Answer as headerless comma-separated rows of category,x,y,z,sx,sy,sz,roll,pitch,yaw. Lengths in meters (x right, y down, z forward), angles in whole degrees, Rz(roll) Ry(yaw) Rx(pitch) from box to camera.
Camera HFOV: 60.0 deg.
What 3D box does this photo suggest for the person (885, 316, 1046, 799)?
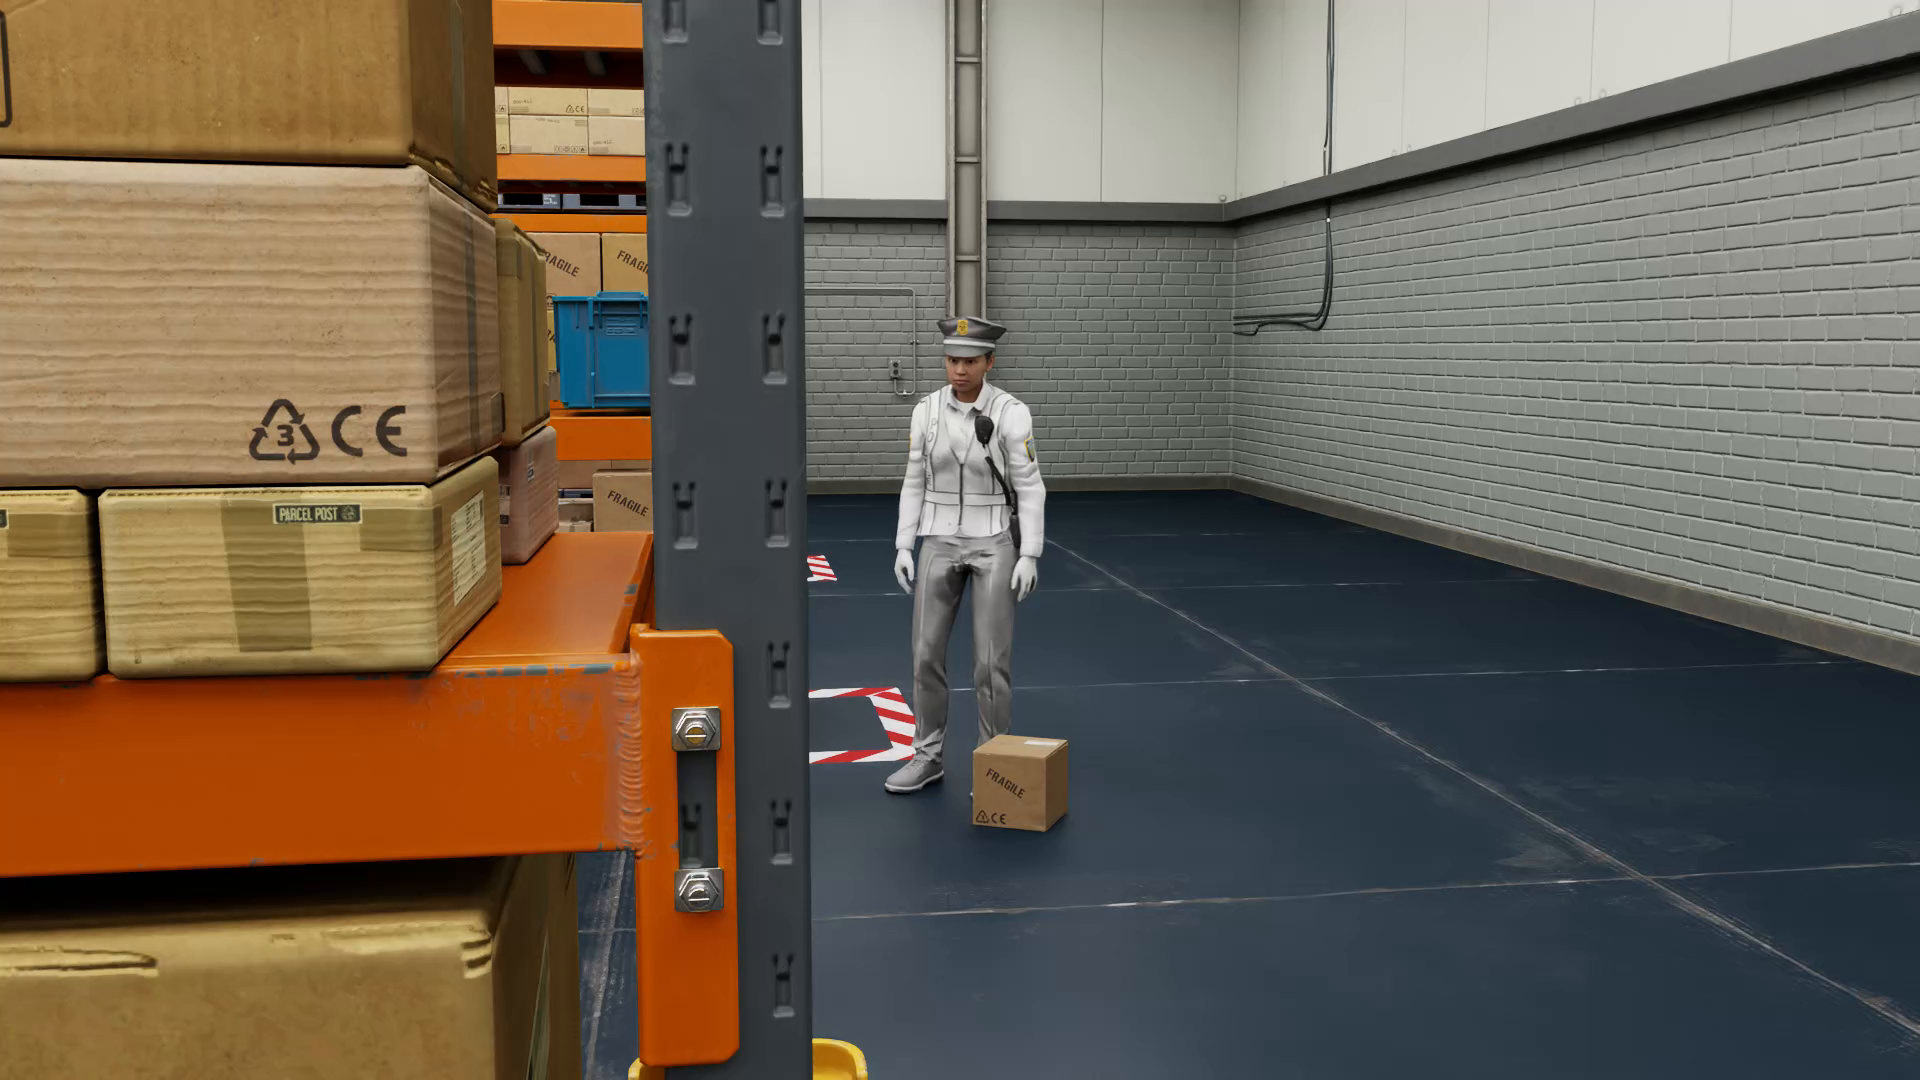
person,0.026,0.058,5.820,0.544,1.662,0.376,2,7,18
